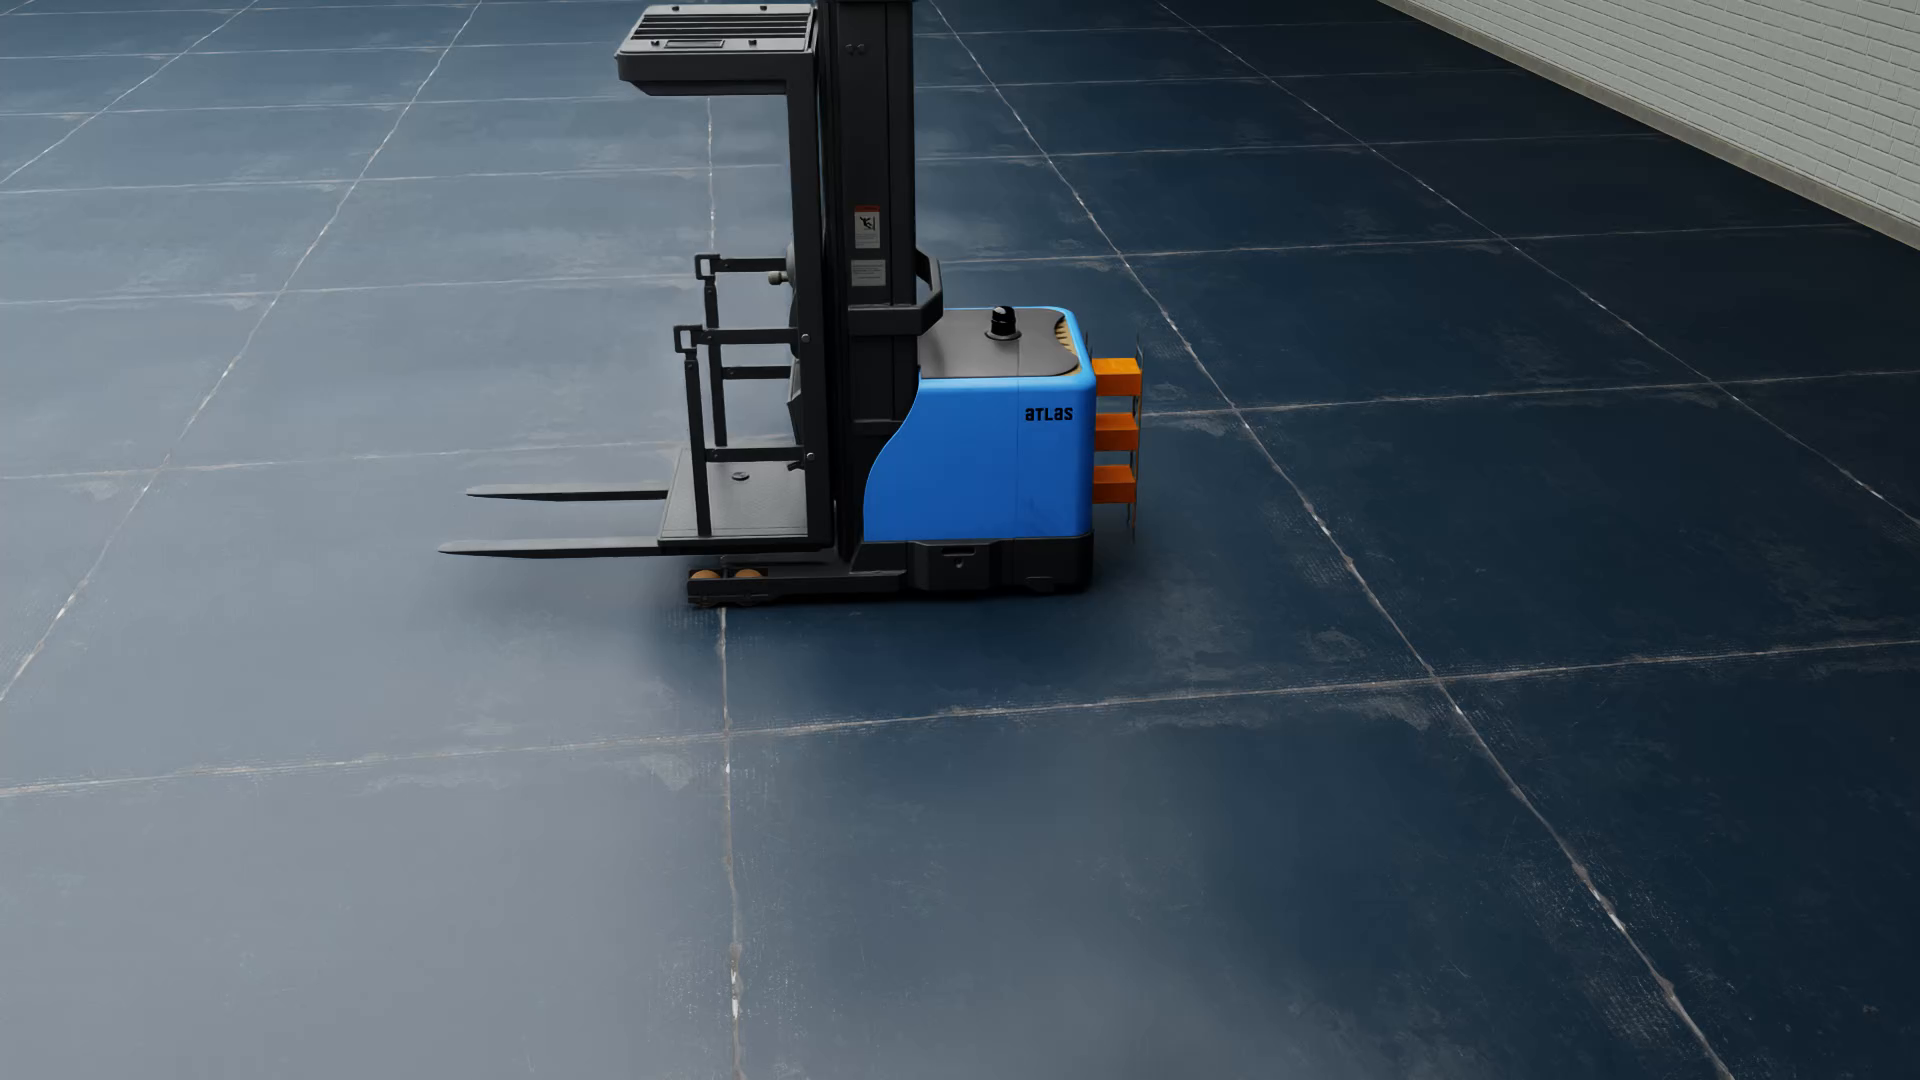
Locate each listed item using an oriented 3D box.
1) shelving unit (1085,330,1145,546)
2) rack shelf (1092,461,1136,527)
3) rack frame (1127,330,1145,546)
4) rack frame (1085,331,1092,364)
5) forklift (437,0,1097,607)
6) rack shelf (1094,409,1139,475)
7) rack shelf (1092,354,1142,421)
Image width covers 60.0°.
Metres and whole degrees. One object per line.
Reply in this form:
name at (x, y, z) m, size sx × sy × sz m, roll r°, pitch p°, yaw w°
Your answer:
shelving unit at (0.726, -0.480, 8.036) m, size 0.252 × 1.050 × 0.215 m, roll -1°, pitch 27°, yaw -3°
rack shelf at (0.726, -0.223, 8.167) m, size 0.240 × 0.259 × 0.215 m, roll -1°, pitch 27°, yaw -3°
rack frame at (0.848, -0.483, 8.041) m, size 0.008 × 1.050 × 0.200 m, roll -1°, pitch 27°, yaw -3°
rack frame at (0.604, -0.477, 8.030) m, size 0.008 × 1.050 × 0.200 m, roll -1°, pitch 27°, yaw -3°
forklift at (-0.915, -1.243, 7.462) m, size 3.031 × 2.935 × 1.130 m, roll -1°, pitch 27°, yaw -3°
rack shelf at (0.726, -0.471, 8.041) m, size 0.240 × 0.259 × 0.215 m, roll -1°, pitch 27°, yaw -3°
rack shelf at (0.726, -0.723, 7.911) m, size 0.240 × 0.259 × 0.215 m, roll -1°, pitch 27°, yaw -3°
